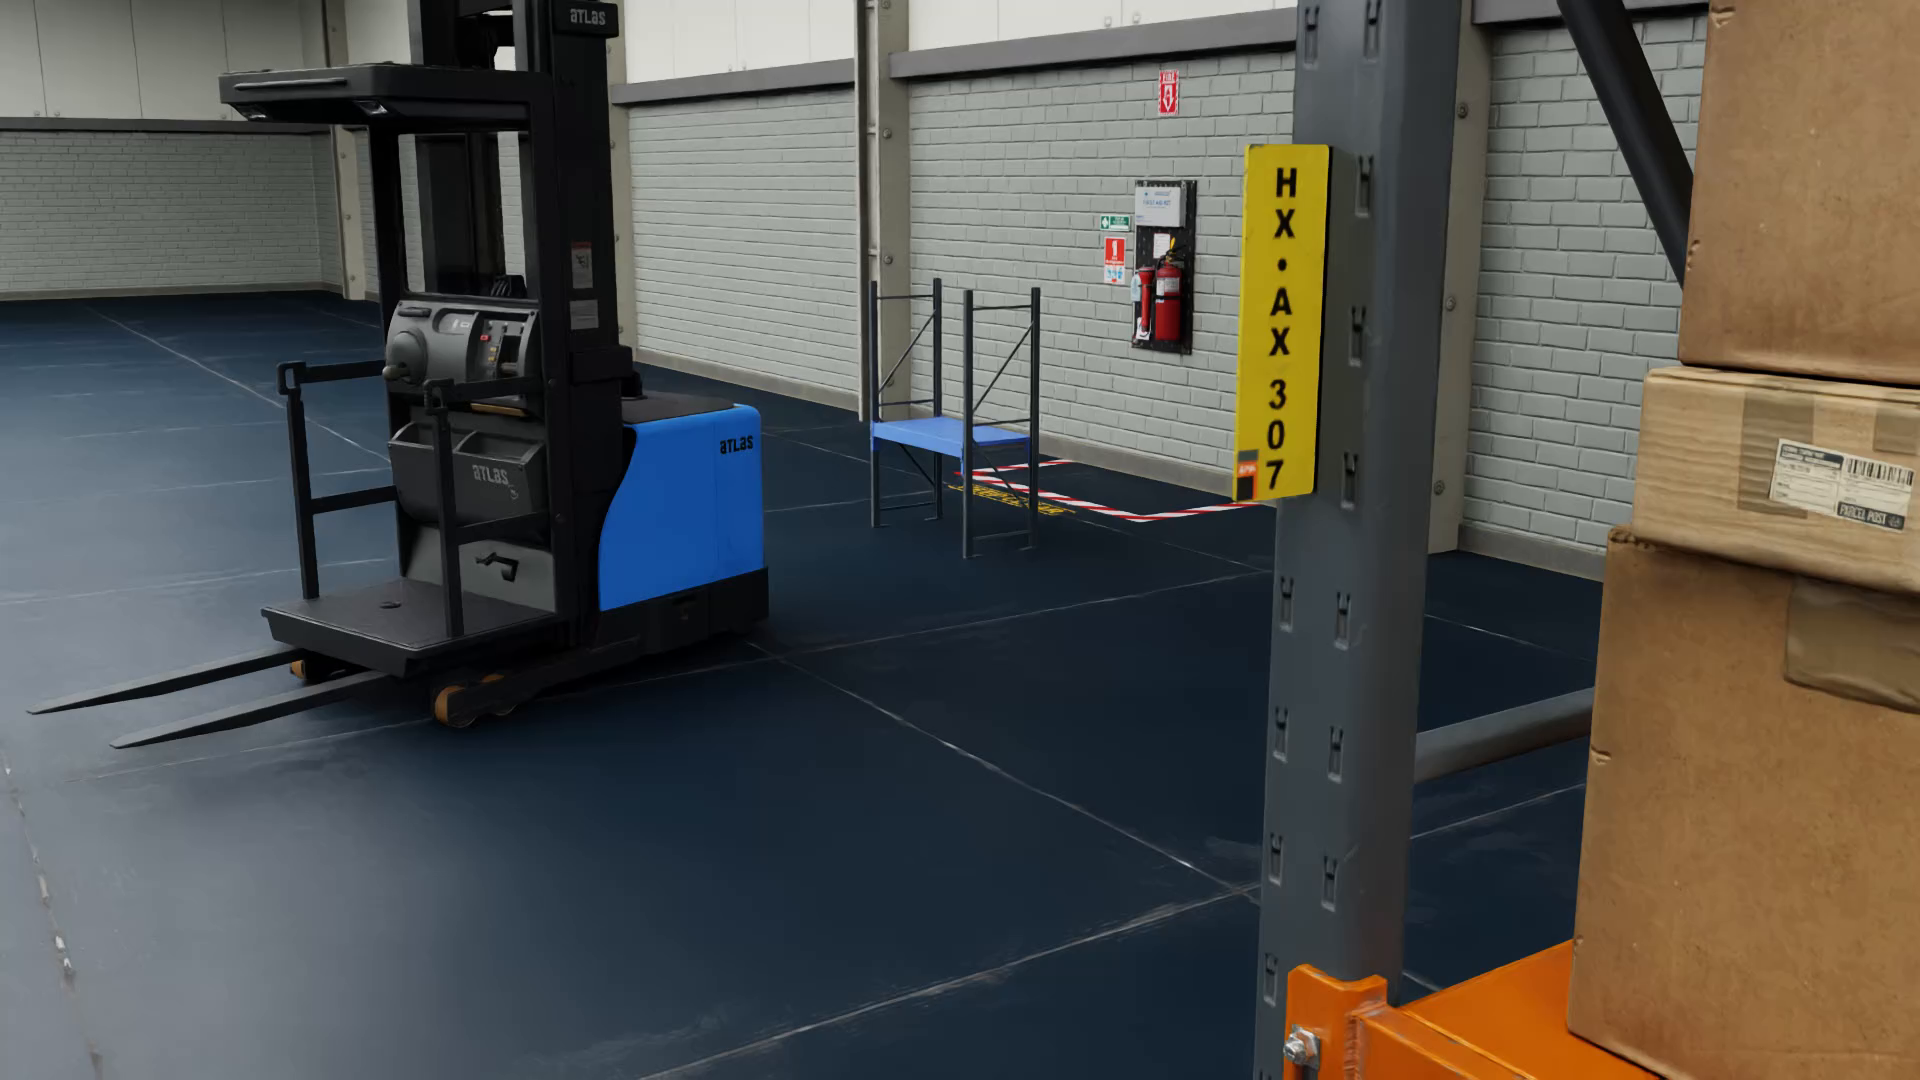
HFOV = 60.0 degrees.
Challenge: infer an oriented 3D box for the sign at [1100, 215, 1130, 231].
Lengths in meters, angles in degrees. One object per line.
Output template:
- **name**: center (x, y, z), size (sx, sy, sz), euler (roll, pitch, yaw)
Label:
- **sign**: center (1.104, -2.263, 11.864), size (0.001, 0.109, 0.331), euler (-8, 15, -33)

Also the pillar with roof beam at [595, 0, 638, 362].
- **pillar with roof beam**: center (-7.565, -5.989, 16.185), size (9.100, 9.000, 0.400), euler (-8, 15, -33)

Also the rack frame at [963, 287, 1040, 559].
- **rack frame**: center (0.234, -0.657, 9.357), size (0.500, 1.500, 0.032), euler (-8, 15, -33)

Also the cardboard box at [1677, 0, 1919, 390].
- **cardboard box**: center (1.039, -0.391, 1.356), size (0.700, 0.500, 0.500), euler (-8, 15, -33)

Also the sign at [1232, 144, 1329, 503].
- **sign**: center (0.296, -0.199, 1.538), size (0.100, 0.325, 0.005), euler (-8, 15, -33)

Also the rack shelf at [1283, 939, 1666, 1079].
- **rack shelf**: center (1.870, 0.905, 0.385), size (1.077, 0.370, 4.000), euler (-8, 15, -33)

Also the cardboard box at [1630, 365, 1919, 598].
- **cardboard box**: center (0.800, -0.072, 1.419), size (0.380, 0.149, 0.250), euler (-8, 15, -33)

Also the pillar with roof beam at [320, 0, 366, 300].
- **pillar with roof beam**: center (-14.214, -8.123, 25.945), size (9.100, 9.000, 0.400), euler (-8, 15, -33)

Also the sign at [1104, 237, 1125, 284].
- **sign**: center (1.109, -2.006, 11.929), size (0.001, 0.329, 0.234), euler (-8, 15, -33)

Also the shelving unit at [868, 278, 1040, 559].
- **shelving unit**: center (-0.047, -0.748, 9.771), size (0.538, 1.500, 1.048), euler (-8, 15, -33)

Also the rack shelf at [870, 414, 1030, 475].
- **rack shelf**: center (-0.047, -0.572, 9.809), size (0.538, 0.185, 1.000), euler (-8, 15, -33)

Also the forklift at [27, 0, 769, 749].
- **forklift**: center (-2.195, -0.814, 6.723), size (1.130, 2.935, 3.031), euler (9, 15, 36)

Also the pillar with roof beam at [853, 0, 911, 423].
- **pillar with roof beam**: center (-4.241, -4.922, 11.306), size (9.100, 9.000, 0.400), euler (-8, 15, -33)

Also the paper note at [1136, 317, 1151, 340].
- **paper note**: center (1.289, -1.487, 11.703), size (0.016, 0.148, 0.142), euler (-8, 15, -33)

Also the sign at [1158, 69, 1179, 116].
- **sign**: center (1.408, -3.024, 11.241), size (0.001, 0.298, 0.199), euler (-8, 15, -33)

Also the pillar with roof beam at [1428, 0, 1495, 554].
- **pillar with roof beam**: center (-0.917, -3.855, 6.426), size (9.100, 9.000, 0.400), euler (-8, 15, -33)

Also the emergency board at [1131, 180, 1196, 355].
- **emergency board**: center (1.330, -1.878, 11.428), size (0.194, 1.169, 0.643), euler (-8, 15, -33)

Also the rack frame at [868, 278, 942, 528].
- **rack frame**: center (-0.329, -0.838, 10.184), size (0.500, 1.500, 0.032), euler (-8, 15, -33)

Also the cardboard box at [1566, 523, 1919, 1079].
- **cardboard box**: center (1.010, 0.234, 1.537), size (0.700, 0.500, 0.500), euler (-8, 15, -33)
